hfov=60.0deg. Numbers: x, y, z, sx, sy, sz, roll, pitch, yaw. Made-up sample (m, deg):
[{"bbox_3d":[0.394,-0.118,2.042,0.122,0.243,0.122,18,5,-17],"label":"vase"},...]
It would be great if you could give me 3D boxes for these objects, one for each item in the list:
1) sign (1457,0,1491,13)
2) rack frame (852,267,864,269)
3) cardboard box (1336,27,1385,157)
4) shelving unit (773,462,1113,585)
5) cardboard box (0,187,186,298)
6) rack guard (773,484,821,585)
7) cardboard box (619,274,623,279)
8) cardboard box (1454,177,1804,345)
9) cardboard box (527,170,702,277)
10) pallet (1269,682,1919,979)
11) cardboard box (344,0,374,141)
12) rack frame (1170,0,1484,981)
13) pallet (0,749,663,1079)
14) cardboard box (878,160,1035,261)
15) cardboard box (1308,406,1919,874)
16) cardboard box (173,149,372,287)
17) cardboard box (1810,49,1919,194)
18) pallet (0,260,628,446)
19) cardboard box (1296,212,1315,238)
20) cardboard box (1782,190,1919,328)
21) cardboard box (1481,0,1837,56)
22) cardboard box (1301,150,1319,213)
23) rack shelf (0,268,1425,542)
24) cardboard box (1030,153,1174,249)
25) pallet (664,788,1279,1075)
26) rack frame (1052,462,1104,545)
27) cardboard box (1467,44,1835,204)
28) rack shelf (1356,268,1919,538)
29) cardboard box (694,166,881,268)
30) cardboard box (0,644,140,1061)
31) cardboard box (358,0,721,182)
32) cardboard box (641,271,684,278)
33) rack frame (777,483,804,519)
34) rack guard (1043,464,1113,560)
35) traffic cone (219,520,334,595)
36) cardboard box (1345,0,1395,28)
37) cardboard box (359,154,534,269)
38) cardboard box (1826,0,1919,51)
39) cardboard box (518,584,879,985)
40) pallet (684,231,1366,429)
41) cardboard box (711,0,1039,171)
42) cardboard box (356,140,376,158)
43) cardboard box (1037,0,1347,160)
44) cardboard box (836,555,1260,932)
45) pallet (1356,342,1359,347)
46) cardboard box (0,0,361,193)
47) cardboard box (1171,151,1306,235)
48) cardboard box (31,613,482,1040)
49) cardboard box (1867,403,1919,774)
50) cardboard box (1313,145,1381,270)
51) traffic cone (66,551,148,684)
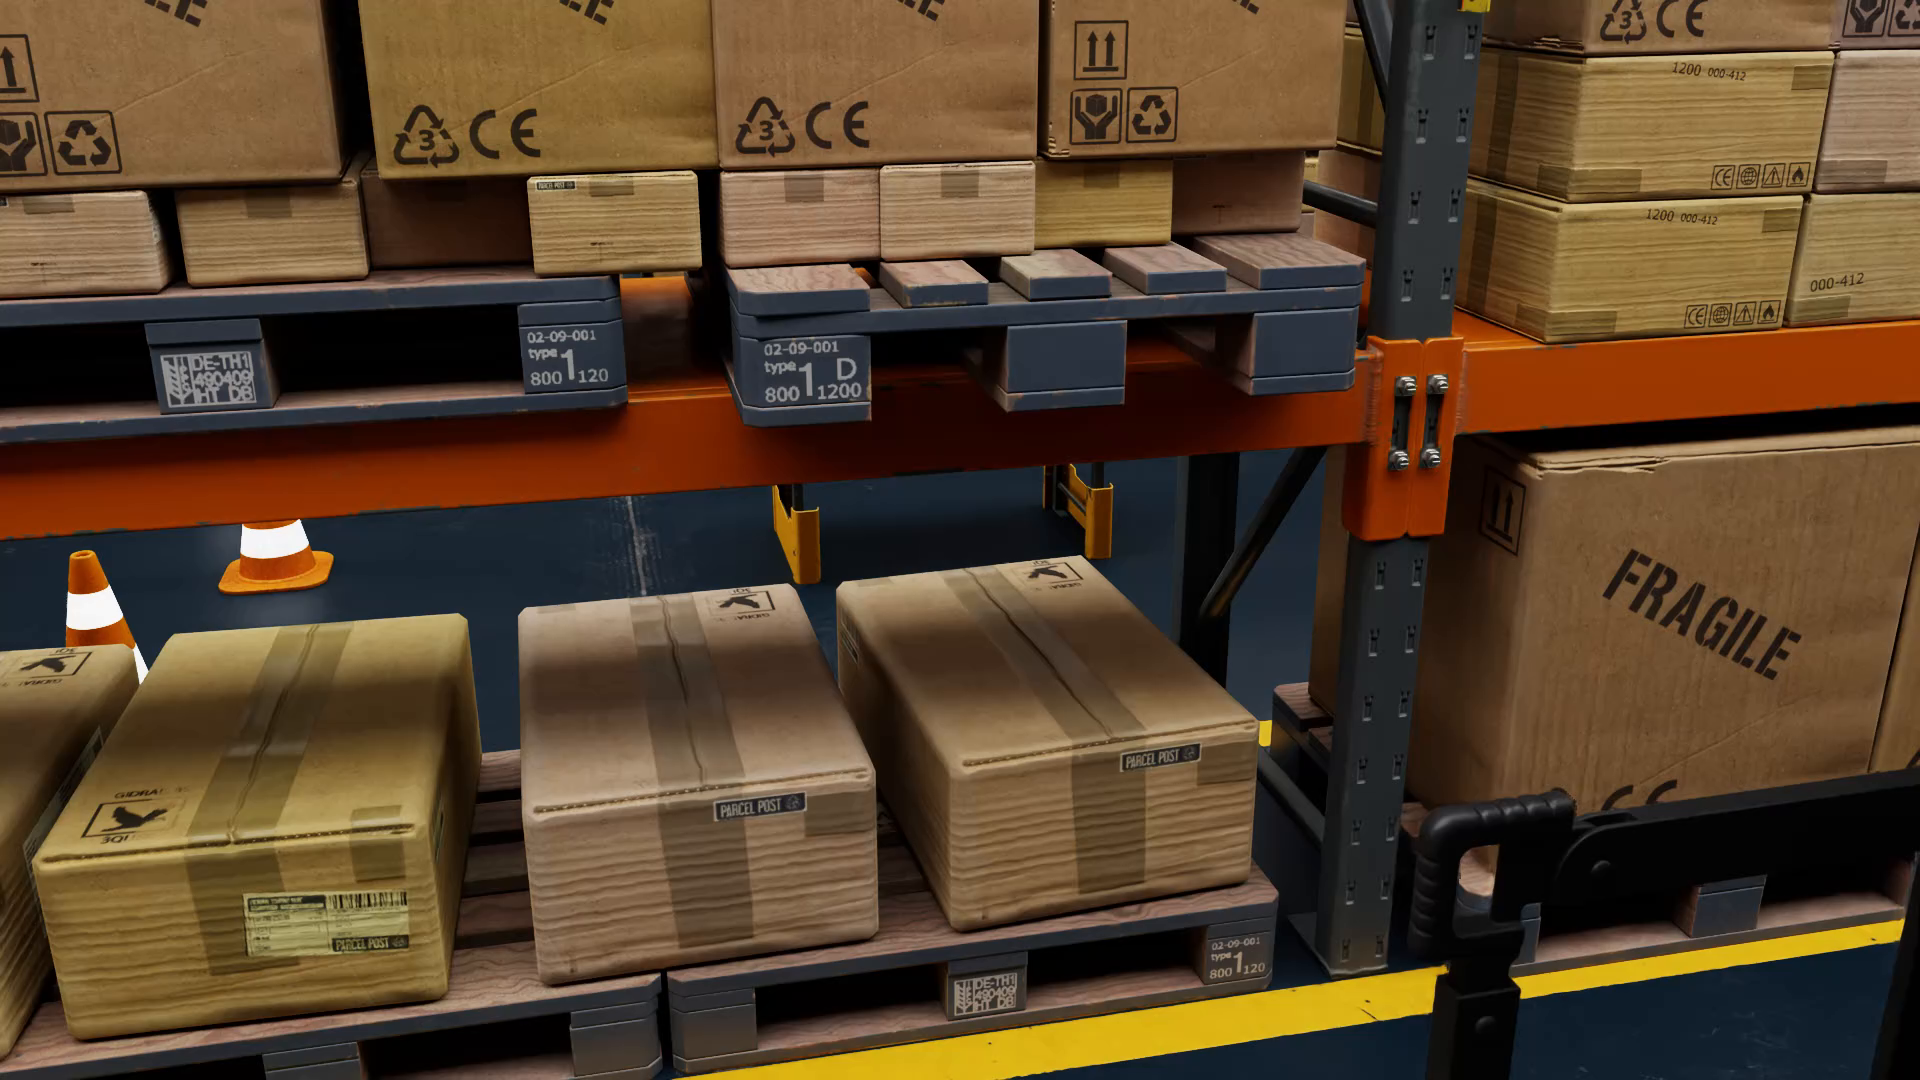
[{"bbox_3d":[0.832,-1.012,2.648,0.005,0.325,0.100,-5,21,-12],"label":"sign"},{"bbox_3d":[-0.539,-2.335,7.829,0.127,3.000,1.000,-5,21,-12],"label":"rack frame"},{"bbox_3d":[1.111,-0.974,3.604,0.500,0.250,0.500,-5,21,-13],"label":"cardboard box"},{"bbox_3d":[-0.074,-0.698,5.540,1.083,1.500,0.587,-5,21,-12],"label":"shelving unit"},{"bbox_3d":[-1.309,-0.481,2.521,0.250,0.149,0.380,-4,20,-10],"label":"cardboard box"},{"bbox_3d":[-0.559,-0.072,5.648,0.087,0.250,0.587,-5,21,-12],"label":"rack guard"},{"bbox_3d":[-2.002,-1.388,7.902,0.750,0.750,1.050,-4,21,-12],"label":"cardboard box"},{"bbox_3d":[1.233,-0.570,3.229,0.500,0.250,0.500,-5,21,-13],"label":"cardboard box"},{"bbox_3d":[-0.557,-0.537,2.673,0.250,0.149,0.380,-4,21,-12],"label":"cardboard box"},{"bbox_3d":[1.483,0.586,3.908,1.213,0.211,1.003,-5,21,-12],"label":"pallet"},{"bbox_3d":[-1.302,-0.987,2.960,0.500,0.500,0.500,-5,21,-15],"label":"cardboard box"},{"bbox_3d":[0.698,-0.686,3.327,0.127,3.000,1.000,-5,21,-12],"label":"rack frame"},{"bbox_3d":[-1.247,0.780,3.379,1.213,0.211,1.003,-5,21,-12],"label":"pallet"},{"bbox_3d":[-0.046,-0.580,2.793,0.250,0.149,0.380,-5,21,-13],"label":"cardboard box"},{"bbox_3d":[1.390,0.087,3.694,0.875,0.875,0.875,-5,21,-13],"label":"cardboard box"},{"bbox_3d":[-1.056,-0.512,2.605,0.250,0.149,0.380,-5,21,-14],"label":"cardboard box"},{"bbox_3d":[1.752,-0.849,3.261,0.500,0.250,0.500,-4,21,-11],"label":"cardboard box"},{"bbox_3d":[-1.219,-0.426,2.895,1.213,0.211,1.003,-5,21,-12],"label":"pallet"},{"bbox_3d":[1.692,-1.453,8.443,0.500,0.500,0.500,-5,21,-14],"label":"cardboard box"},{"bbox_3d":[1.728,-0.617,3.356,0.500,0.250,0.500,-5,21,-14],"label":"cardboard box"},{"bbox_3d":[1.235,-1.160,3.021,0.500,0.500,0.500,-5,21,-14],"label":"cardboard box"},{"bbox_3d":[1.673,-1.801,8.304,0.500,0.250,0.500,-6,21,-15],"label":"cardboard box"},{"bbox_3d":[-1.248,-0.190,3.019,4.000,0.370,1.077,-5,21,-12],"label":"rack shelf"},{"bbox_3d":[0.189,-0.615,2.888,0.250,0.149,0.380,-4,21,-12],"label":"cardboard box"},{"bbox_3d":[-0.062,0.684,3.639,1.213,0.211,1.003,-5,21,-12],"label":"pallet"},{"bbox_3d":[0.412,-0.738,5.648,0.032,1.500,0.500,-5,21,-12],"label":"rack frame"},{"bbox_3d":[1.248,-0.808,3.151,0.500,0.250,0.500,-5,21,-13],"label":"cardboard box"},{"bbox_3d":[2.645,-0.507,3.883,4.000,0.370,1.077,-5,21,-12],"label":"rack shelf"},{"bbox_3d":[-0.292,-0.563,2.746,0.250,0.149,0.380,-6,21,-15],"label":"cardboard box"},{"bbox_3d":[-1.986,0.567,3.117,0.625,0.372,0.950,-3,20,-9],"label":"cardboard box"},{"bbox_3d":[-0.672,-0.856,2.602,0.500,0.500,0.500,-6,21,-16],"label":"cardboard box"},{"bbox_3d":[-1.152,-1.458,8.094,0.750,0.750,1.050,-5,21,-13],"label":"cardboard box"},{"bbox_3d":[-0.578,-0.657,5.428,0.032,1.500,0.500,-5,21,-12],"label":"rack frame"},{"bbox_3d":[0.410,-0.151,5.863,0.087,0.250,0.587,-5,21,-12],"label":"rack guard"},{"bbox_3d":[-2.258,-0.103,5.423,0.334,0.463,0.336,-5,21,-12],"label":"traffic cone"},{"bbox_3d":[1.141,-1.331,3.489,0.500,0.500,0.500,-5,21,-14],"label":"cardboard box"},{"bbox_3d":[-0.831,-0.559,2.734,0.250,0.149,0.380,-4,21,-12],"label":"cardboard box"},{"bbox_3d":[1.715,-1.202,3.137,0.500,0.500,0.500,-5,21,-12],"label":"cardboard box"},{"bbox_3d":[-0.570,0.453,3.427,0.625,0.372,0.950,-5,21,-14],"label":"cardboard box"},{"bbox_3d":[0.029,-0.504,3.109,1.003,0.211,1.213,-5,21,-12],"label":"pallet"},{"bbox_3d":[-0.181,-0.896,2.713,0.500,0.500,0.500,-5,21,-13],"label":"cardboard box"},{"bbox_3d":[-0.975,-0.689,3.090,0.250,0.149,0.380,-4,20,-10],"label":"cardboard box"},{"bbox_3d":[0.320,-0.941,2.834,0.500,0.500,0.500,-5,21,-14],"label":"cardboard box"},{"bbox_3d":[0.146,0.392,3.594,0.625,0.372,0.950,-6,21,-16],"label":"cardboard box"},{"bbox_3d":[1.407,-1.183,8.736,1.213,0.211,1.003,-5,21,-12],"label":"pallet"},{"bbox_3d":[-1.203,-0.813,2.485,0.500,0.500,0.500,-6,21,-15],"label":"cardboard box"},{"bbox_3d":[0.434,-0.661,3.012,0.250,0.149,0.380,-4,20,-10],"label":"cardboard box"},{"bbox_3d":[-1.309,0.511,3.268,0.625,0.372,0.950,-4,20,-11],"label":"cardboard box"},{"bbox_3d":[2.259,0.018,3.883,0.875,0.875,0.875,-4,21,-12],"label":"cardboard box"},{"bbox_3d":[1.131,-0.743,3.699,0.500,0.250,0.500,-5,21,-14],"label":"cardboard box"},{"bbox_3d":[-2.310,0.255,4.446,0.334,0.463,0.336,-5,21,-12],"label":"traffic cone"}]
